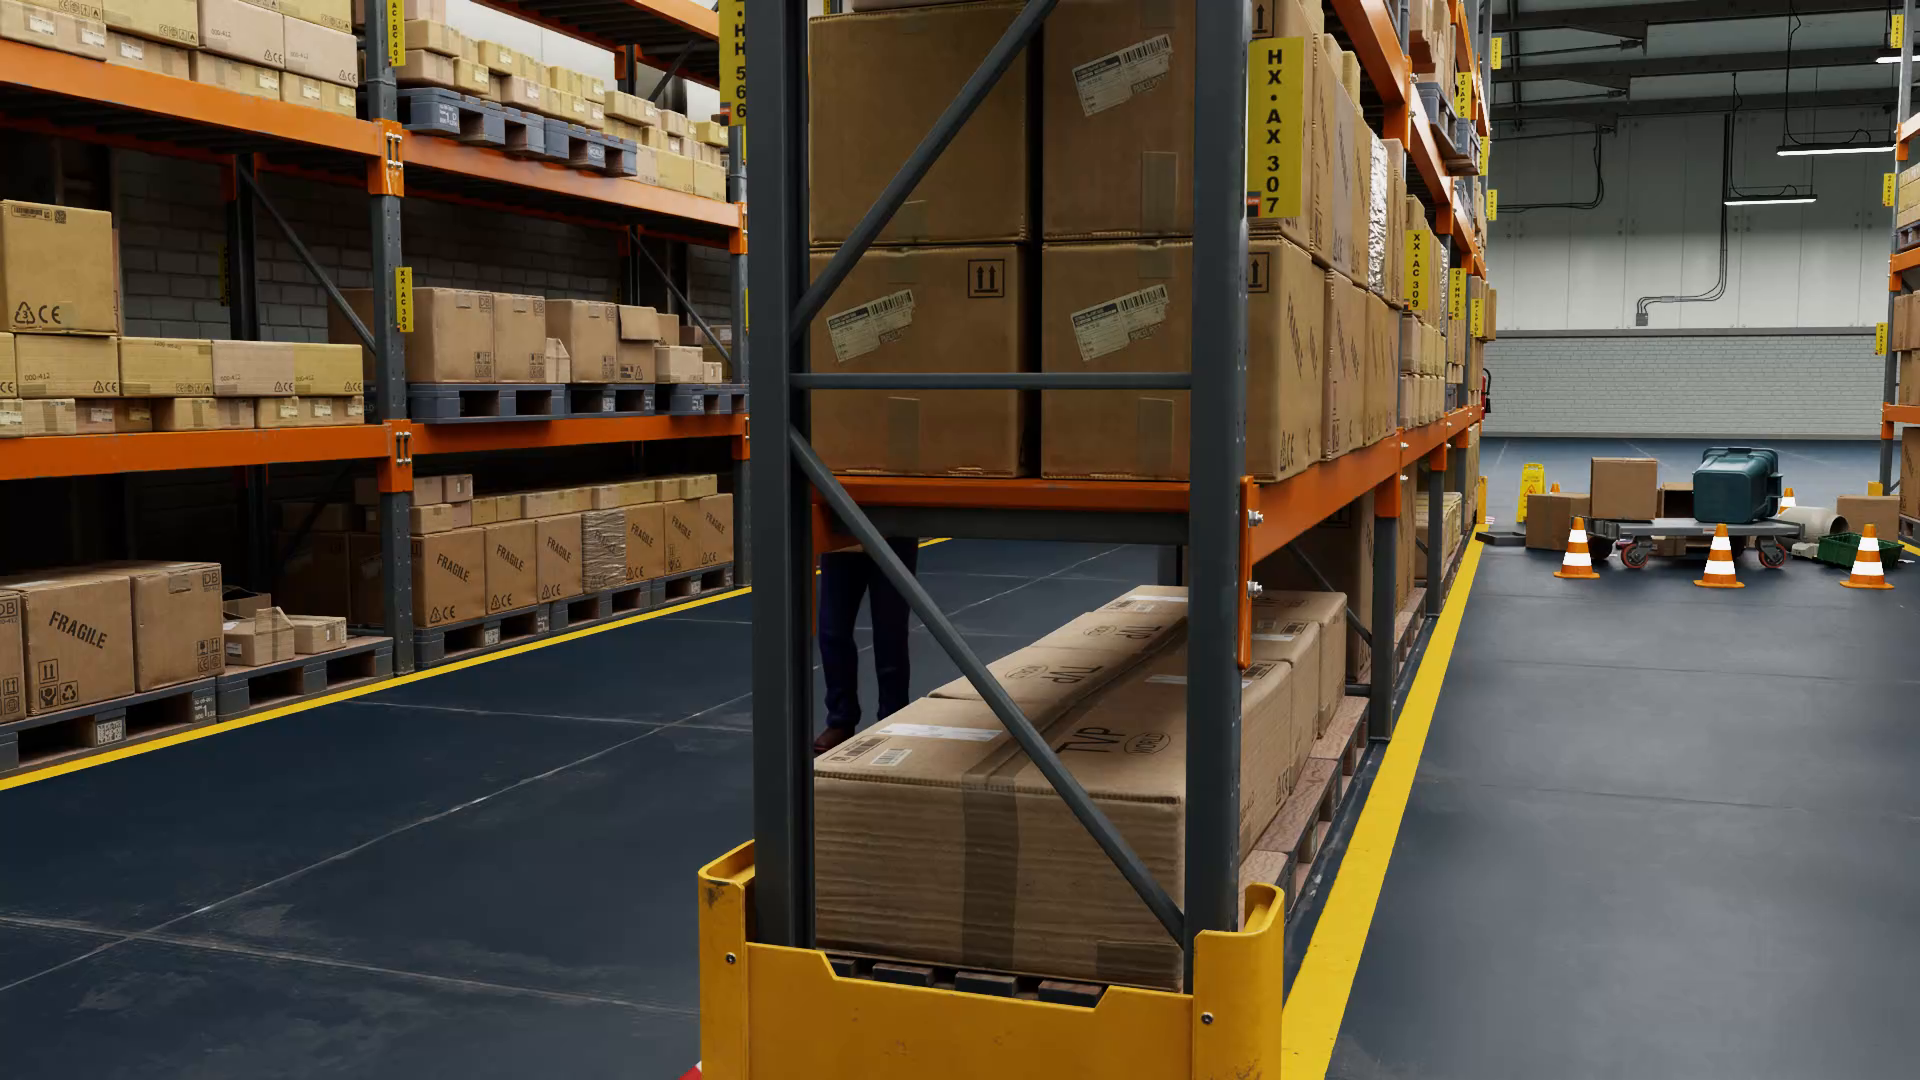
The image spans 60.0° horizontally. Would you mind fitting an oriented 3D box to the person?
[{"bbox_3d":[-0.402,0.053,6.822,0.452,1.640,0.519,2,6,20],"label":"person"}]
